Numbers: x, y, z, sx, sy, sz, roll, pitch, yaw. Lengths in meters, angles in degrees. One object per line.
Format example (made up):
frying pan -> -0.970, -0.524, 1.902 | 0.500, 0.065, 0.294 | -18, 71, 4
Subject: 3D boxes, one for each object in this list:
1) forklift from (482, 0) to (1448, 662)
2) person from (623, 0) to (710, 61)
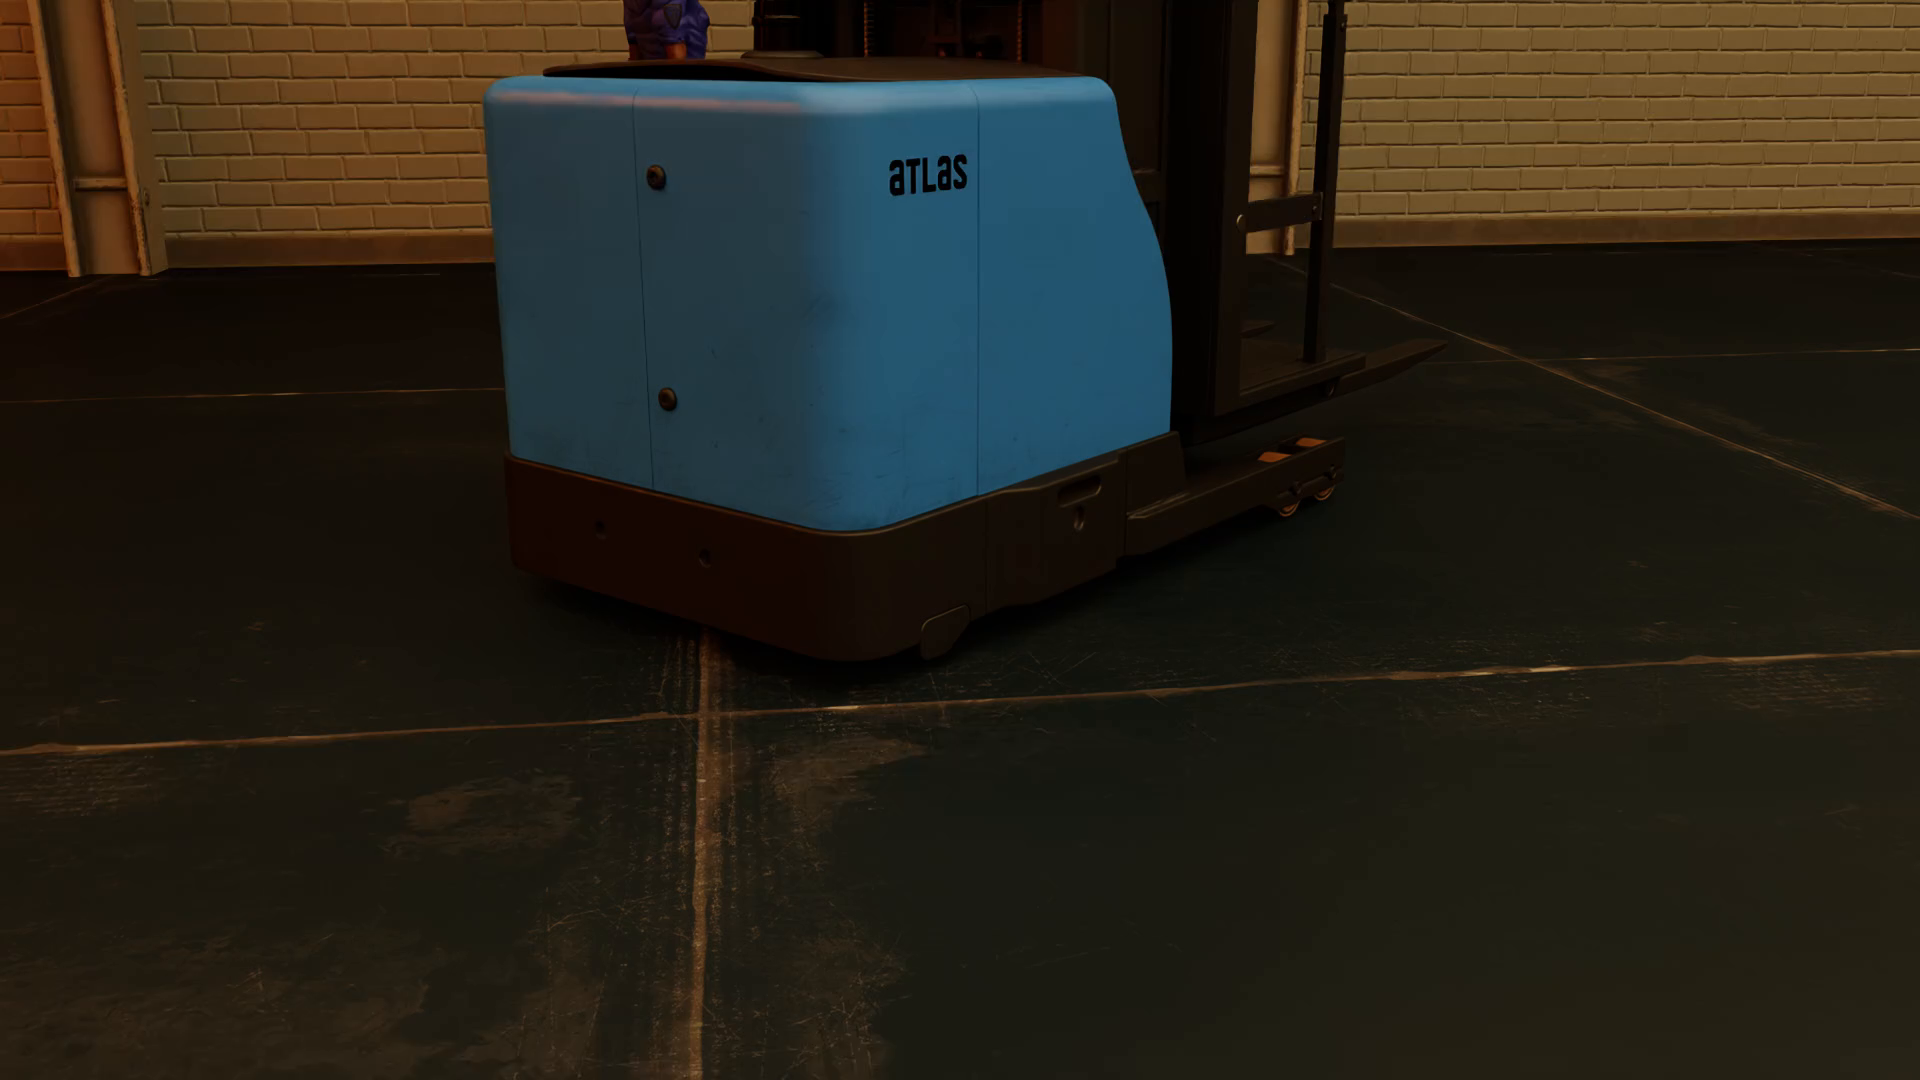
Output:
forklift -> 0.347, -1.538, 3.990 | 1.130, 2.935, 3.031 | 13, 21, 37
person -> -1.121, -1.632, 6.515 | 0.327, 1.662, 0.446 | -10, 19, -30
